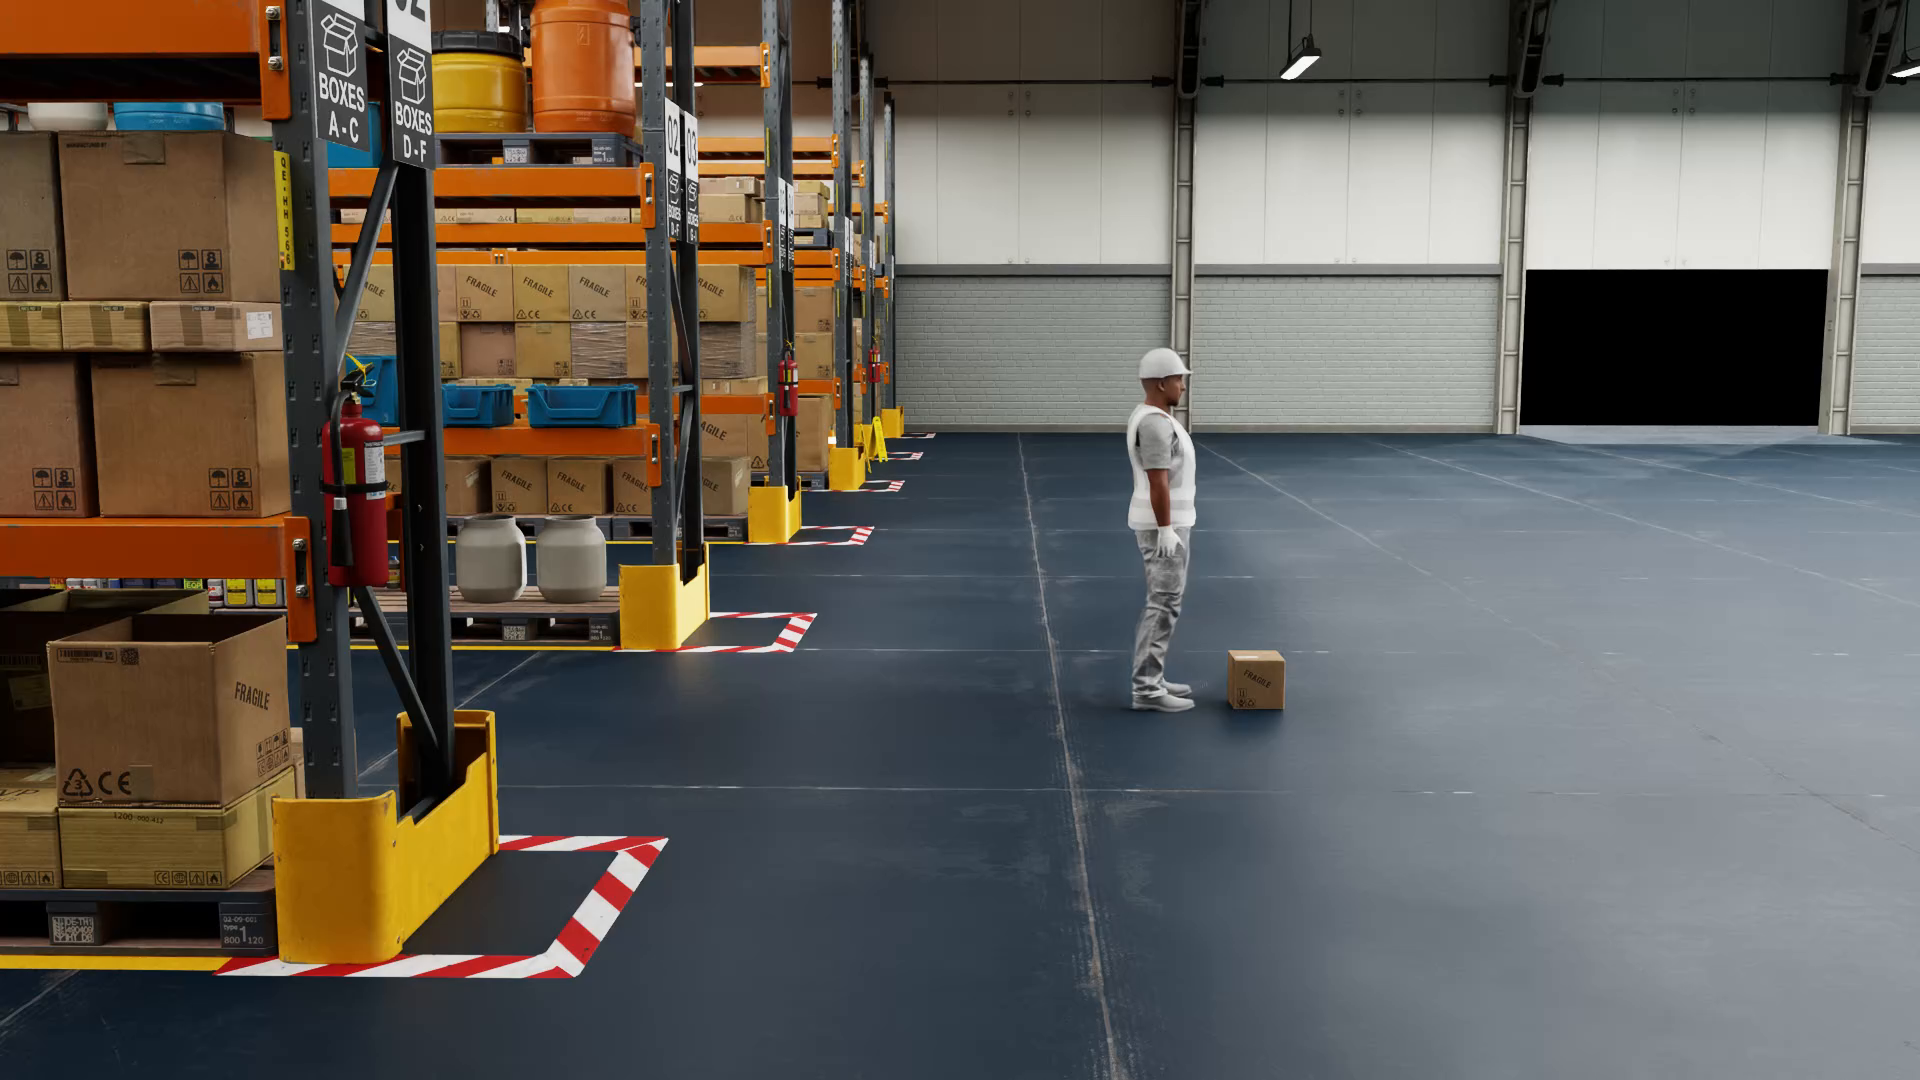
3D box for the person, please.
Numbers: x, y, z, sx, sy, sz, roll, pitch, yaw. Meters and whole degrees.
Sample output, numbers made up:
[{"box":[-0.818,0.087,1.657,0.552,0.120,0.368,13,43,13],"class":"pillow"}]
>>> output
[{"box":[1.003,-0.058,8.298,0.355,1.782,0.546,0,7,3],"class":"person"}]
